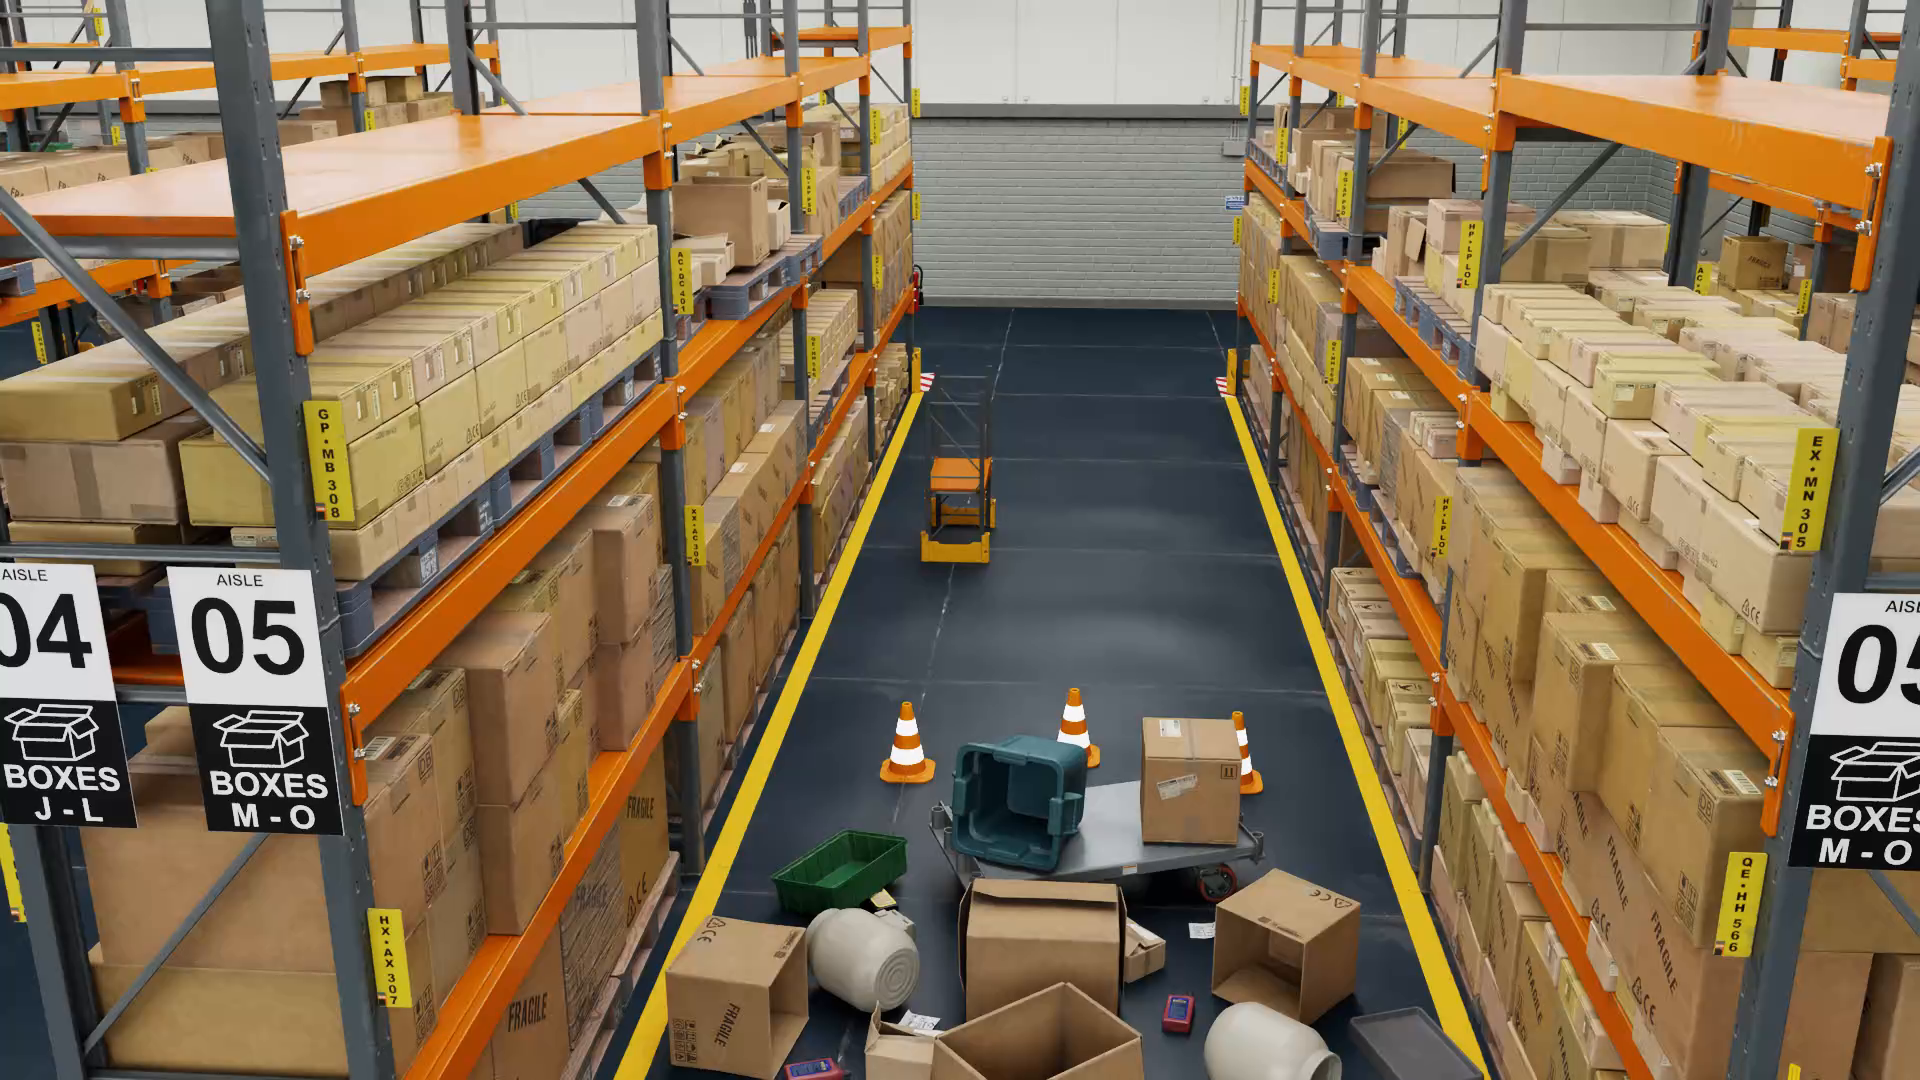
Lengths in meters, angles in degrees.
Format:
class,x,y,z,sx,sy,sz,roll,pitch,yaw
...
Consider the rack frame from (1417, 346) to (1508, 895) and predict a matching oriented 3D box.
class,x,y,z,sx,sy,sz,roll,pitch,yaw
rack frame,3.013,0.494,8.598,1.000,3.000,0.127,1,18,4

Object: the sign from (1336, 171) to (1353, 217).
class,x,y,z,sx,sy,sz,roll,pitch,yaw
sign,2.747,-2.472,11.875,0.100,0.325,0.005,1,18,4

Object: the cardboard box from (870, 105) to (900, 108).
class,x,y,z,sx,sy,sz,roll,pitch,yaw
cardboard box,-0.896,-4.908,19.066,0.380,0.149,0.250,2,18,5

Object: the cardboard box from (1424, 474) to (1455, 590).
class,x,y,z,sx,sy,sz,roll,pitch,yaw
cardboard box,2.817,-0.043,8.924,0.500,0.500,0.500,1,18,3

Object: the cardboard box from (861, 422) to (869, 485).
class,x,y,z,sx,sy,sz,roll,pitch,yaw
cardboard box,-1.160,-0.846,16.027,0.500,0.500,0.500,1,18,3

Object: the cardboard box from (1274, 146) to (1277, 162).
class,x,y,z,sx,sy,sz,roll,pitch,yaw
cardboard box,3.332,-3.831,16.549,0.380,0.149,0.250,2,18,5

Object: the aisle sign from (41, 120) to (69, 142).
class,x,y,z,sx,sy,sz,roll,pitch,yaw
aisle sign,-11.243,-4.829,20.668,0.394,0.787,0.004,1,18,4

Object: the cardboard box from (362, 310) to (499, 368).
class,x,y,z,sx,sy,sz,roll,pitch,yaw
cardboard box,-1.803,-0.687,5.673,0.380,0.149,0.250,1,18,3

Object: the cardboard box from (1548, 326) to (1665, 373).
class,x,y,z,sx,sy,sz,roll,pitch,yaw
cardboard box,2.634,-0.778,6.785,0.380,0.149,0.250,1,18,2

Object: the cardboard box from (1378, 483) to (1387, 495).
class,x,y,z,sx,sy,sz,roll,pitch,yaw
cardboard box,2.992,-0.399,11.053,0.380,0.149,0.250,2,18,7

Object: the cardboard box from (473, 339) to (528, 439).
class,x,y,z,sx,sy,sz,roll,pitch,yaw
cardboard box,-1.857,-0.544,5.876,0.500,0.250,0.500,1,18,3

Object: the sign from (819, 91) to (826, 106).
class,x,y,z,sx,sy,sz,roll,pitch,yaw
sign,-1.613,-5.165,19.647,0.100,0.325,0.005,1,18,4

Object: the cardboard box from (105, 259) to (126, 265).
class,x,y,z,sx,sy,sz,roll,pitch,yaw
cardboard box,-6.374,-2.170,12.153,0.500,0.250,0.500,1,18,4

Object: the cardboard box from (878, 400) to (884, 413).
class,x,y,z,sx,sy,sz,roll,pitch,yaw
cardboard box,-1.037,-1.487,18.070,0.380,0.149,0.250,2,18,6

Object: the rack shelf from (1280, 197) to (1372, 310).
class,x,y,z,sx,sy,sz,roll,pitch,yaw
rack shelf,3.443,-2.453,13.930,1.077,0.370,4.000,1,18,4

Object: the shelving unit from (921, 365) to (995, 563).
class,x,y,z,sx,sy,sz,roll,pitch,yaw
shelving unit,-0.005,-0.689,14.617,0.587,1.500,1.083,1,18,4

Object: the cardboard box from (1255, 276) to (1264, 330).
class,x,y,z,sx,sy,sz,roll,pitch,yaw
cardboard box,3.418,-2.504,17.588,0.500,0.500,0.500,1,18,3

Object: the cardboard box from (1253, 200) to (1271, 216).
class,x,y,z,sx,sy,sz,roll,pitch,yaw
cardboard box,3.490,-3.716,18.640,0.380,0.149,0.250,1,18,2

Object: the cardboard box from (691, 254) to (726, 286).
class,x,y,z,sx,sy,sz,roll,pitch,yaw
cardboard box,-1.572,-1.568,9.641,0.380,0.149,0.250,1,18,4

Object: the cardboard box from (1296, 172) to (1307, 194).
class,x,y,z,sx,sy,sz,roll,pitch,yaw
cardboard box,3.147,-3.119,14.509,0.380,0.166,0.250,0,18,0

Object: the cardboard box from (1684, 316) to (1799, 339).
class,x,y,z,sx,sy,sz,roll,pitch,yaw
cardboard box,3.270,-0.843,6.983,0.380,0.149,0.250,2,18,6

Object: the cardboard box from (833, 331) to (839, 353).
class,x,y,z,sx,sy,sz,roll,pitch,yaw
cardboard box,-1.281,-1.754,14.709,0.380,0.149,0.250,1,18,4

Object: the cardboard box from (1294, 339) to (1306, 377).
class,x,y,z,sx,sy,sz,roll,pitch,yaw
cardboard box,3.167,-1.551,14.276,0.500,0.250,0.500,1,18,2

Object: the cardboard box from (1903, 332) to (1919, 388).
class,x,y,z,sx,sy,sz,roll,pitch,yaw
cardboard box,8.183,-1.398,13.533,0.797,0.503,0.637,1,18,3

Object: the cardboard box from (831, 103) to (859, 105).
class,x,y,z,sx,sy,sz,roll,pitch,yaw
cardboard box,-1.322,-4.998,19.338,0.380,0.149,0.250,1,18,3

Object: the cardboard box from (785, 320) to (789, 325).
class,x,y,z,sx,sy,sz,roll,pitch,yaw
cardboard box,-1.845,-2.038,16.054,0.380,0.149,0.250,0,18,1

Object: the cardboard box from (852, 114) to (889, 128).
class,x,y,z,sx,sy,sz,roll,pitch,yaw
cardboard box,-0.948,-4.424,17.589,0.380,0.149,0.250,1,18,2

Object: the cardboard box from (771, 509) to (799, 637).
class,x,y,z,sx,sy,sz,roll,pitch,yaw
cardboard box,-1.778,0.229,12.344,1.050,0.750,0.750,1,18,3

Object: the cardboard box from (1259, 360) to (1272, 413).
class,x,y,z,sx,sy,sz,roll,pitch,yaw
cardboard box,3.868,-1.723,18.805,0.875,0.438,0.875,2,18,5

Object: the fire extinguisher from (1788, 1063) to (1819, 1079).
class,x,y,z,sx,sy,sz,roll,pitch,yaw
fire extinguisher,2.258,1.798,4.741,0.296,0.674,0.183,1,18,4

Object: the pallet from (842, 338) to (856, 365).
class,x,y,z,sx,sy,sz,roll,pitch,yaw
pallet,-1.558,-1.744,15.737,1.003,0.211,1.213,1,18,4

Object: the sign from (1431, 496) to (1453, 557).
class,x,y,z,sx,sy,sz,roll,pitch,yaw
sign,2.459,-0.067,8.452,0.100,0.325,0.005,1,18,4

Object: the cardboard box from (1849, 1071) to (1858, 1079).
class,x,y,z,sx,sy,sz,roll,pitch,yaw
cardboard box,2.957,1.755,5.153,0.380,0.149,0.250,1,18,4

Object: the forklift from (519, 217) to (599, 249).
class,x,y,z,sx,sy,sz,roll,pitch,yaw
forklift,-3.180,-1.033,13.368,1.130,2.935,3.031,2,18,6

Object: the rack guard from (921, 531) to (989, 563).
class,x,y,z,sx,sy,sz,roll,pitch,yaw
rack guard,-0.041,0.060,14.340,0.587,0.250,0.087,1,18,4

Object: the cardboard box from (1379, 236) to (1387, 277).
class,x,y,z,sx,sy,sz,roll,pitch,yaw
cardboard box,3.089,-1.936,11.414,0.396,0.266,0.258,1,18,4

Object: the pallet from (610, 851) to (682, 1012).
class,x,y,z,sx,sy,sz,roll,pitch,yaw
pallet,-2.064,1.975,8.558,1.003,0.211,1.213,1,18,4

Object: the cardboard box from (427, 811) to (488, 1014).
class,x,y,z,sx,sy,sz,roll,pitch,yaw
cardboard box,-2.219,1.298,5.902,0.875,0.550,0.550,1,18,4

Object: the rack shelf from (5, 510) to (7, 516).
class,x,y,z,sx,sy,sz,roll,pitch,yaw
rack shelf,-6.728,-0.006,11.281,1.077,0.370,4.000,1,18,4

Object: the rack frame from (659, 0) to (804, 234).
class,x,y,z,sx,sy,sz,roll,pitch,yaw
rack frame,-1.645,-3.678,11.696,1.000,3.000,0.127,1,18,4

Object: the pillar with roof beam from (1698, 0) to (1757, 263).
class,x,y,z,sx,sy,sz,roll,pitch,yaw
pillar with roof beam,5.623,-6.887,21.491,9.100,9.000,0.400,1,18,4

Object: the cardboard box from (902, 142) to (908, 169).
class,x,y,z,sx,sy,sz,roll,pitch,yaw
cardboard box,-0.869,-4.360,18.836,0.500,0.250,0.500,1,18,4

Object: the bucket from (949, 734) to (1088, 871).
class,x,y,z,sx,sy,sz,roll,pitch,yaw
bucket,0.358,1.342,8.826,0.726,0.611,0.620,8,10,23

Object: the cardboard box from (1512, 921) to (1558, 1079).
class,x,y,z,sx,sy,sz,roll,pitch,yaw
cardboard box,2.601,1.914,6.802,0.500,0.500,0.500,1,18,3

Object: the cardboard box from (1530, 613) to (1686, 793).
class,x,y,z,sx,sy,sz,roll,pitch,yaw
cardboard box,2.523,0.591,6.058,0.700,0.500,0.500,1,18,3

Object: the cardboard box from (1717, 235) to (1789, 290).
class,x,y,z,sx,sy,sz,roll,pitch,yaw
cardboard box,8.416,-2.949,17.664,0.500,0.500,0.500,2,18,5

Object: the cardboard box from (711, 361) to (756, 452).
class,x,y,z,sx,sy,sz,roll,pitch,yaw
cardboard box,-1.756,-0.894,11.069,0.700,0.500,0.500,1,18,3

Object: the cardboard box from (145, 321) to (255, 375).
class,x,y,z,sx,sy,sz,roll,pitch,yaw
cardboard box,-2.478,-0.624,5.482,0.380,0.149,0.250,2,18,5

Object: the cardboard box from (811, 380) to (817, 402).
class,x,y,z,sx,sy,sz,roll,pitch,yaw
cardboard box,-1.373,-1.209,13.525,0.380,0.149,0.250,2,18,7

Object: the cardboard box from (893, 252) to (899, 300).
class,x,y,z,sx,sy,sz,roll,pitch,yaw
cardboard box,-0.962,-2.883,18.267,0.500,0.500,0.500,2,18,7

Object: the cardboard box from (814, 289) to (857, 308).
class,x,y,z,sx,sy,sz,roll,pitch,yaw
cardboard box,-1.192,-2.304,15.909,0.380,0.149,0.250,2,18,6

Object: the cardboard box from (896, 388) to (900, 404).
class,x,y,z,sx,sy,sz,roll,pitch,yaw
cardboard box,-0.884,-1.669,19.103,0.380,0.149,0.250,0,18,1

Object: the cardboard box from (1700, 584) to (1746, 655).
class,x,y,z,sx,sy,sz,roll,pitch,yaw
cardboard box,2.458,0.235,4.974,0.380,0.149,0.250,1,18,4

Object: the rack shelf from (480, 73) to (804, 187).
class,x,y,z,sx,sy,sz,roll,pitch,yaw
rack shelf,-1.788,-2.525,9.975,1.077,0.370,4.000,1,18,4

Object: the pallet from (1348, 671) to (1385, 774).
class,x,y,z,sx,sy,sz,roll,pitch,yaw
pallet,3.152,1.197,10.930,1.003,0.211,1.213,1,18,4

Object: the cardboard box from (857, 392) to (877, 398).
class,x,y,z,sx,sy,sz,roll,pitch,yaw
cardboard box,-1.079,-1.463,17.520,0.380,0.149,0.250,1,18,3

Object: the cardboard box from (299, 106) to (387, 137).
class,x,y,z,sx,sy,sz,roll,pitch,yaw
cardboard box,-6.302,-4.176,17.038,0.700,0.500,0.500,0,18,1

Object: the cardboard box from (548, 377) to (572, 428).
class,x,y,z,sx,sy,sz,roll,pitch,yaw
cardboard box,-1.747,-0.544,6.517,0.380,0.149,0.250,1,18,4
